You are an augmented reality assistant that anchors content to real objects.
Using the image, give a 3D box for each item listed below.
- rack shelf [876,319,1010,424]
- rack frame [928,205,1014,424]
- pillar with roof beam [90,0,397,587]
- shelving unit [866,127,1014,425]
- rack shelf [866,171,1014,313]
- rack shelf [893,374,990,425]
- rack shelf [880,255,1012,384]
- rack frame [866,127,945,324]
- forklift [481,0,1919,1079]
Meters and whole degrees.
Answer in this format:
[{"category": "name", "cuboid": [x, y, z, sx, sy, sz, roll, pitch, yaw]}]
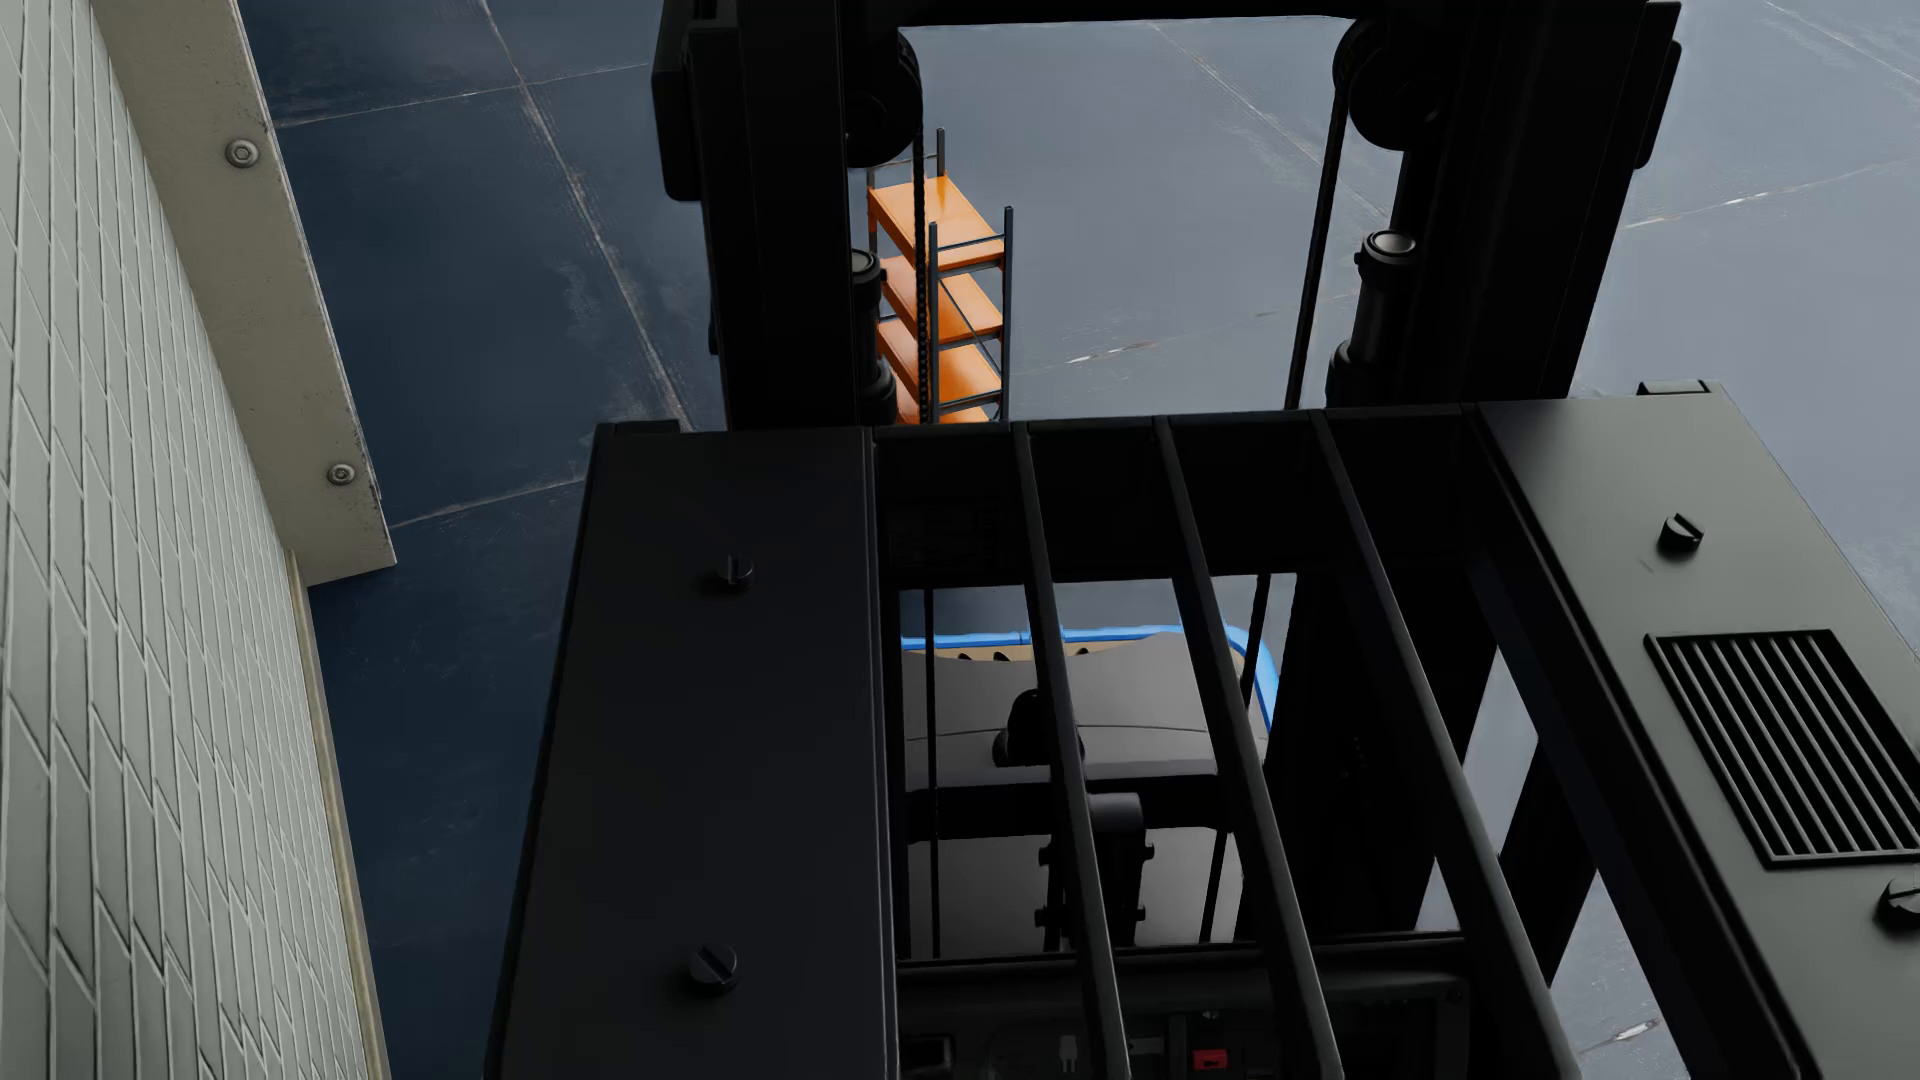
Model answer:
[{"category": "rack shelf", "cuboid": [-0.063, -0.504, 5.019, 0.258, 0.148, 0.480, -15, 43, -17]}, {"category": "rack frame", "cuboid": [0.030, -0.408, 4.804, 0.240, 1.200, 0.015, -15, 43, -17]}, {"category": "pillar with roof beam", "cuboid": [2.011, -4.492, 3.572, 9.100, 9.000, 0.400, -15, 43, -17]}, {"category": "shelving unit", "cuboid": [-0.063, -0.555, 4.975, 0.258, 1.200, 0.503, -15, 43, -17]}, {"category": "rack shelf", "cuboid": [-0.063, -0.853, 4.719, 0.258, 0.148, 0.480, -15, 43, -17]}, {"category": "rack shelf", "cuboid": [-0.063, -0.353, 5.148, 0.258, 0.148, 0.480, -15, 43, -17]}, {"category": "rack shelf", "cuboid": [-0.063, -0.673, 4.873, 0.258, 0.148, 0.480, -15, 43, -17]}, {"category": "rack frame", "cuboid": [-0.157, -0.702, 5.146, 0.240, 1.200, 0.015, -15, 43, -17]}, {"category": "forklift", "cuboid": [0.218, 0.844, 2.021, 1.130, 2.935, 3.031, -2, 41, -3]}]
